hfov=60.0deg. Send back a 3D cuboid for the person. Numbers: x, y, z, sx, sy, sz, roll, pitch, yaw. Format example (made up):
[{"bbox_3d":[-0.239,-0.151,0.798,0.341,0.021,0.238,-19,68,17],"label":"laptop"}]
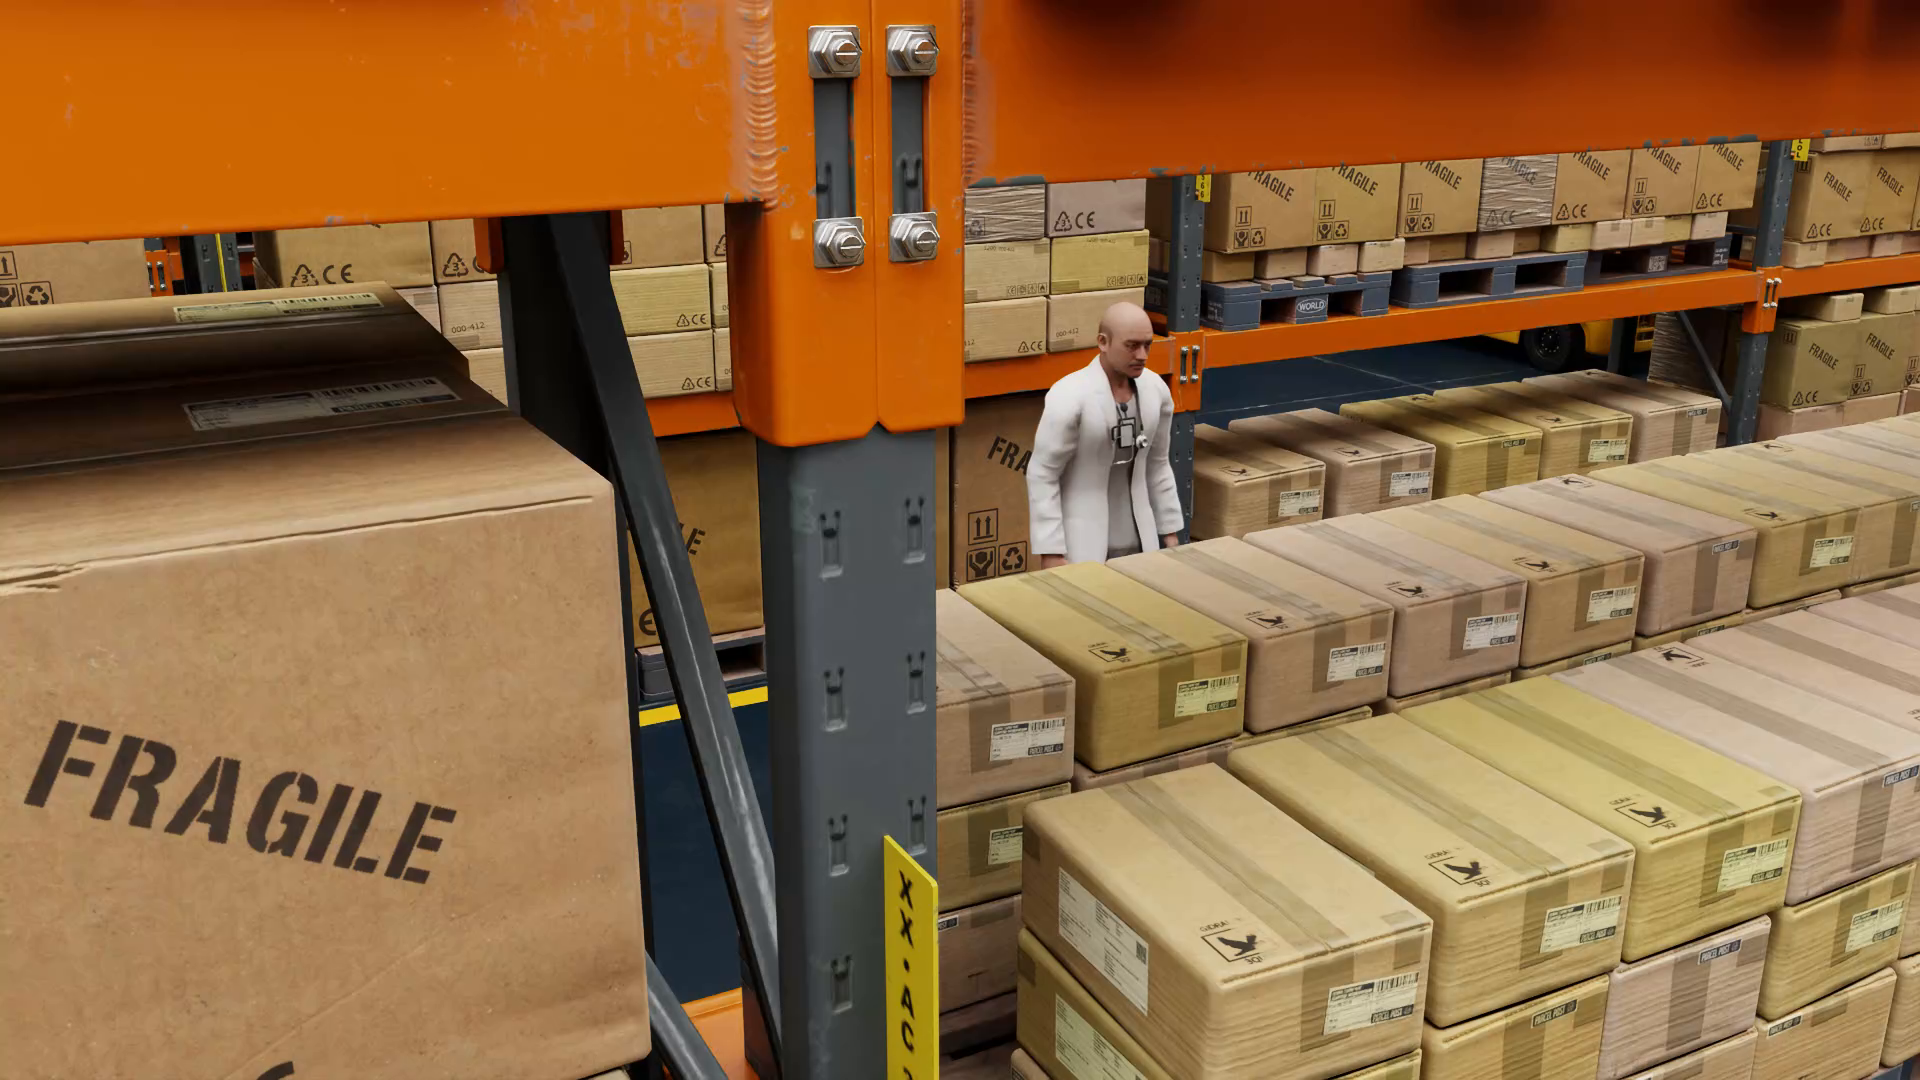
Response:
[{"bbox_3d":[0.532,0.017,6.030,0.655,1.775,0.419,-11,21,-29],"label":"person"}]
